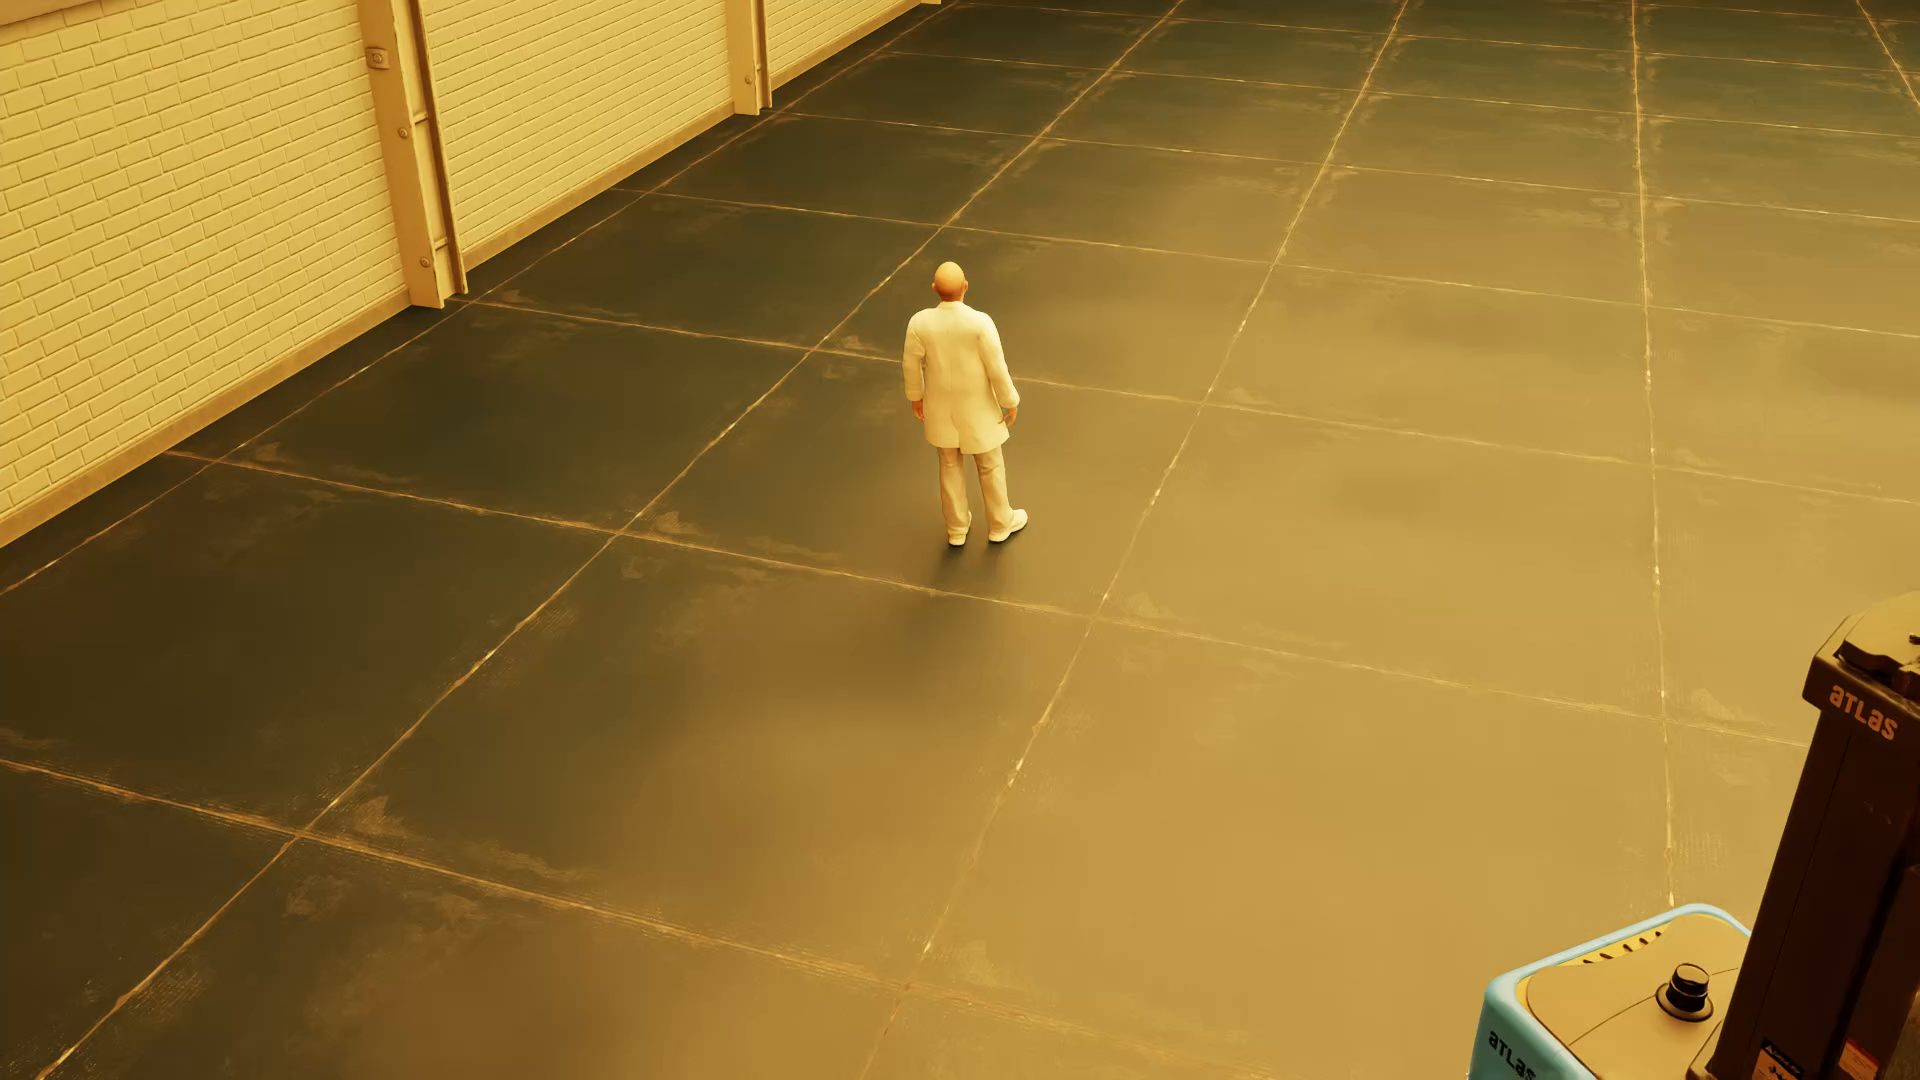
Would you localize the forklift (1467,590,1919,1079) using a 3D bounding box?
[{"bbox_3d":[2.766,1.659,4.226,1.130,2.935,3.031,-13,32,-21],"label":"forklift"}]

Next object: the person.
[{"bbox_3d":[0.034,-0.820,9.725,0.696,1.775,0.581,10,31,16],"label":"person"}]
